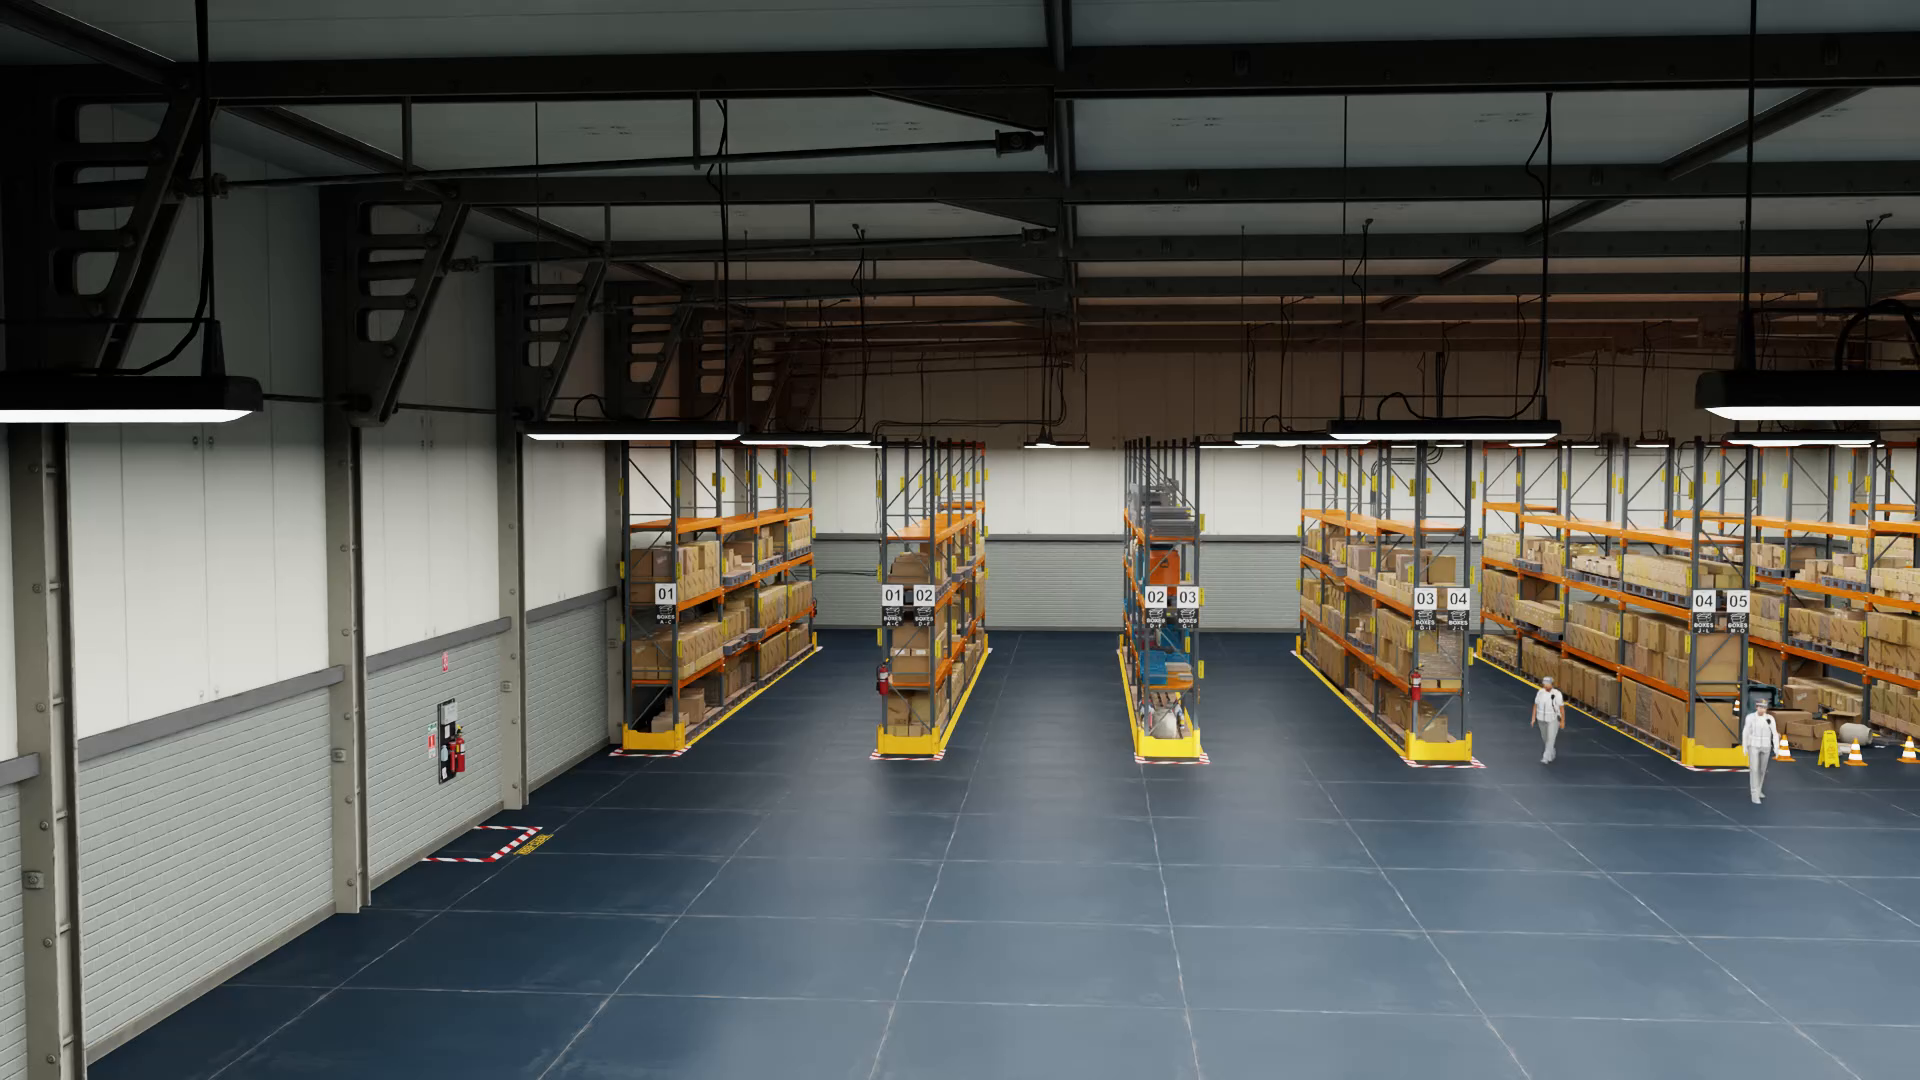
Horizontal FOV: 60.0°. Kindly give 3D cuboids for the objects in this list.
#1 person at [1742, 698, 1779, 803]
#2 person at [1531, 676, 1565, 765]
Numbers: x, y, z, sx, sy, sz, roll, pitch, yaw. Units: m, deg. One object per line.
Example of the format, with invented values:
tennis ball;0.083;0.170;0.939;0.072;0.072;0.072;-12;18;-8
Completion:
person;13.137;3.431;27.249;0.522;1.668;0.656;1;3;11
person;10.687;3.281;30.319;1.065;1.598;0.504;-3;4;-44
